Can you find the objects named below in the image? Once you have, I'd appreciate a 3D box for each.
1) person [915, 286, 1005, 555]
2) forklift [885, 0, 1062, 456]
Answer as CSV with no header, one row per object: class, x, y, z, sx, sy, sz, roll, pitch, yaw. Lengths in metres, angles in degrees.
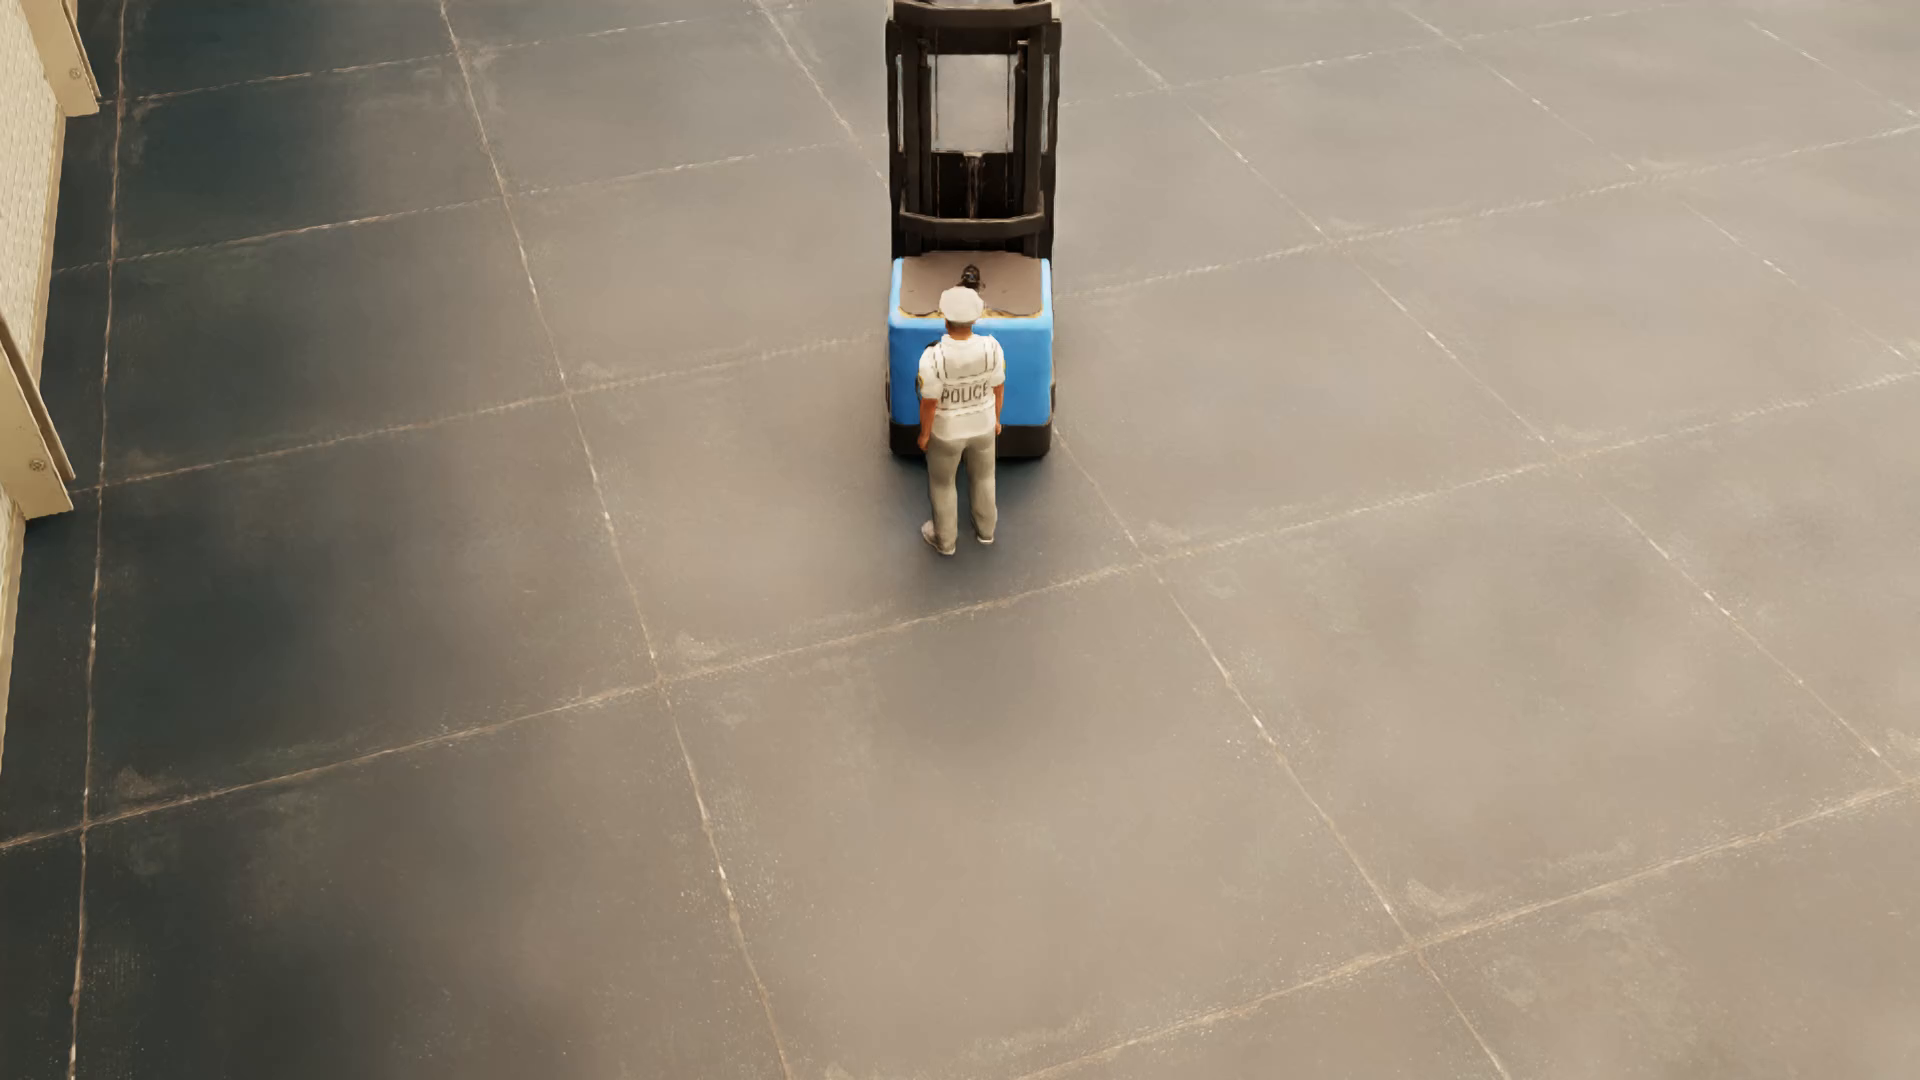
person,-0.006,-0.687,9.718,0.523,1.773,0.396,-13,42,-15
forklift,0.086,-2.592,11.083,1.130,2.935,3.031,1,40,1
